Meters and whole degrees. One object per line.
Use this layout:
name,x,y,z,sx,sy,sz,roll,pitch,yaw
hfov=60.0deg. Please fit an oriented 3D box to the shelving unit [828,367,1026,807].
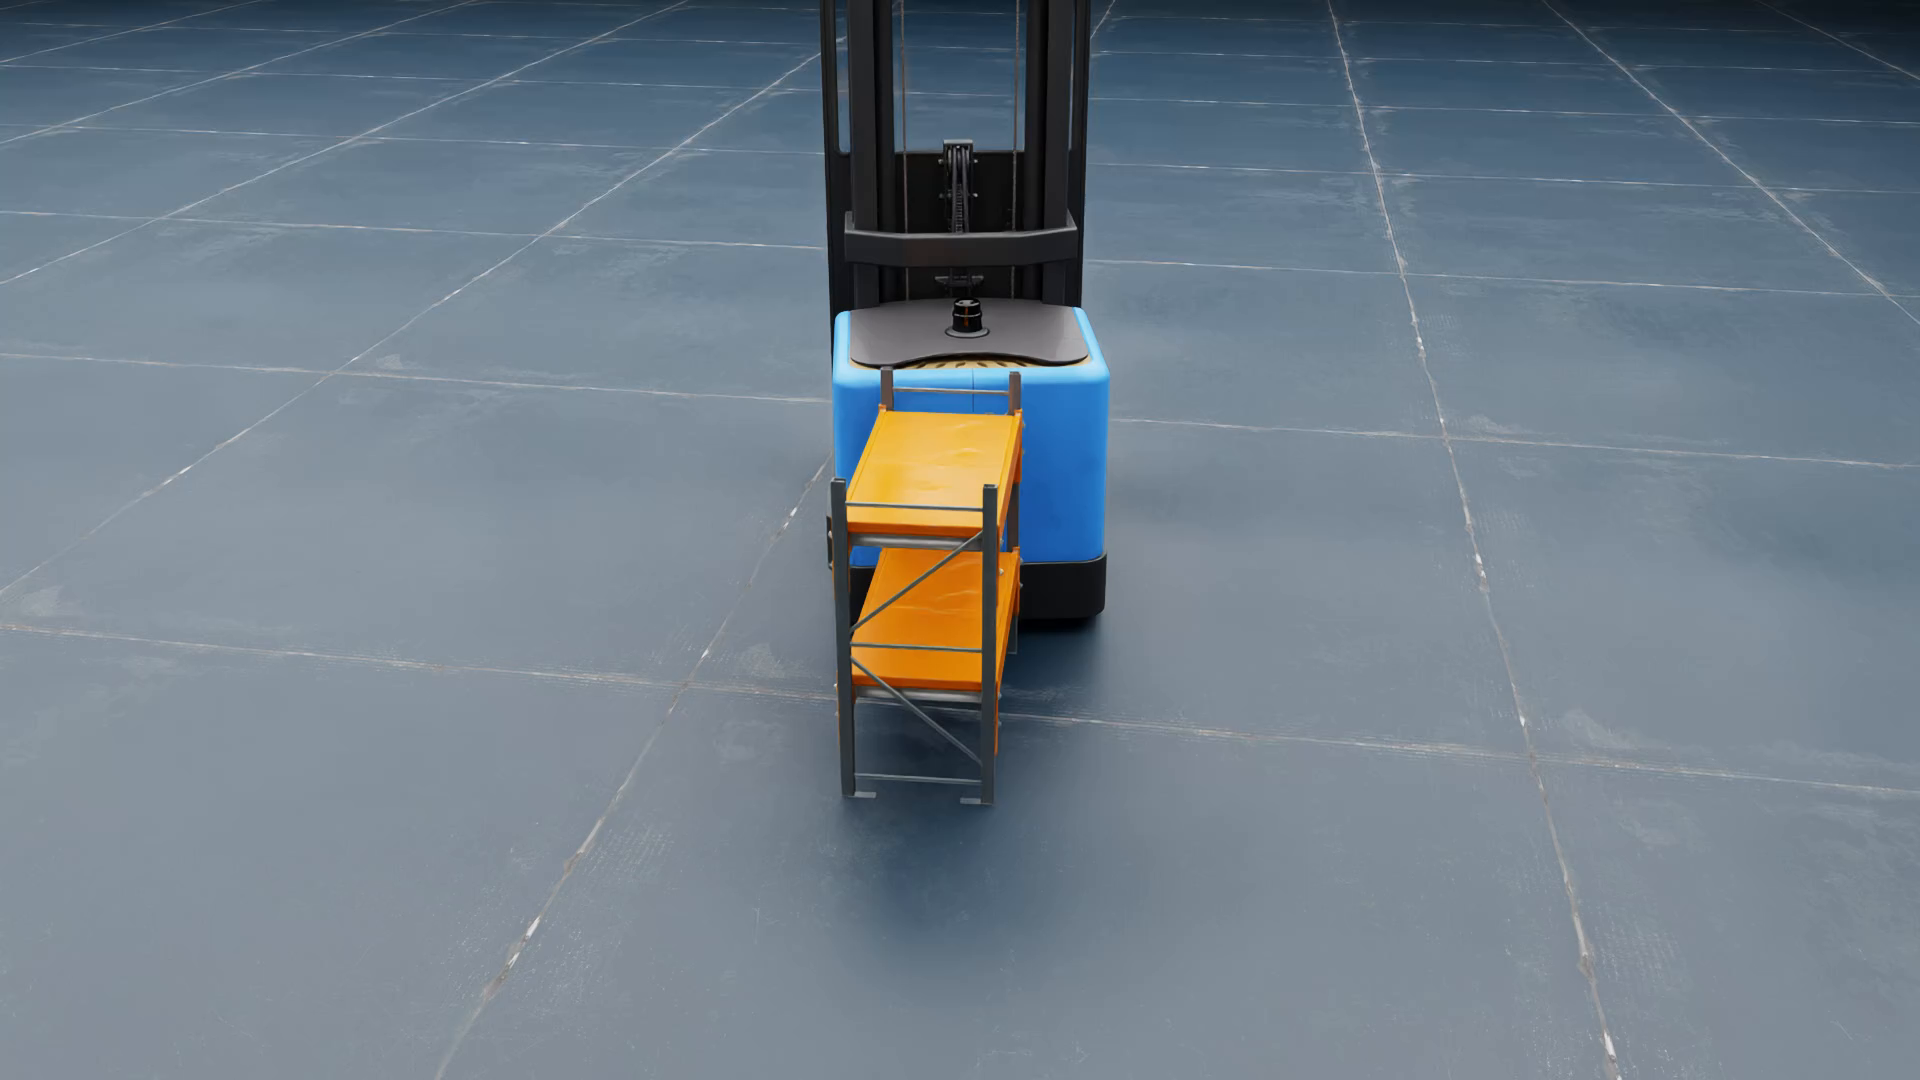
shelving unit,-0.085,0.124,5.658,0.538,1.125,1.048,3,25,5

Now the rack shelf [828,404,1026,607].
rack shelf,-0.085,-0.141,5.534,0.538,0.278,1.000,3,25,5

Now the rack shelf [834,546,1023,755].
rack shelf,-0.085,0.346,5.761,0.538,0.278,1.000,3,25,5

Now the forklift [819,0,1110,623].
forklift,-0.034,-1.591,7.192,1.130,2.935,3.031,-1,25,-3

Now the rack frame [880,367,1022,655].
rack frame,-0.032,-0.090,6.116,0.500,1.125,0.032,3,25,5

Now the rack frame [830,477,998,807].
rack frame,-0.137,0.339,5.200,0.500,1.125,0.032,3,25,5
